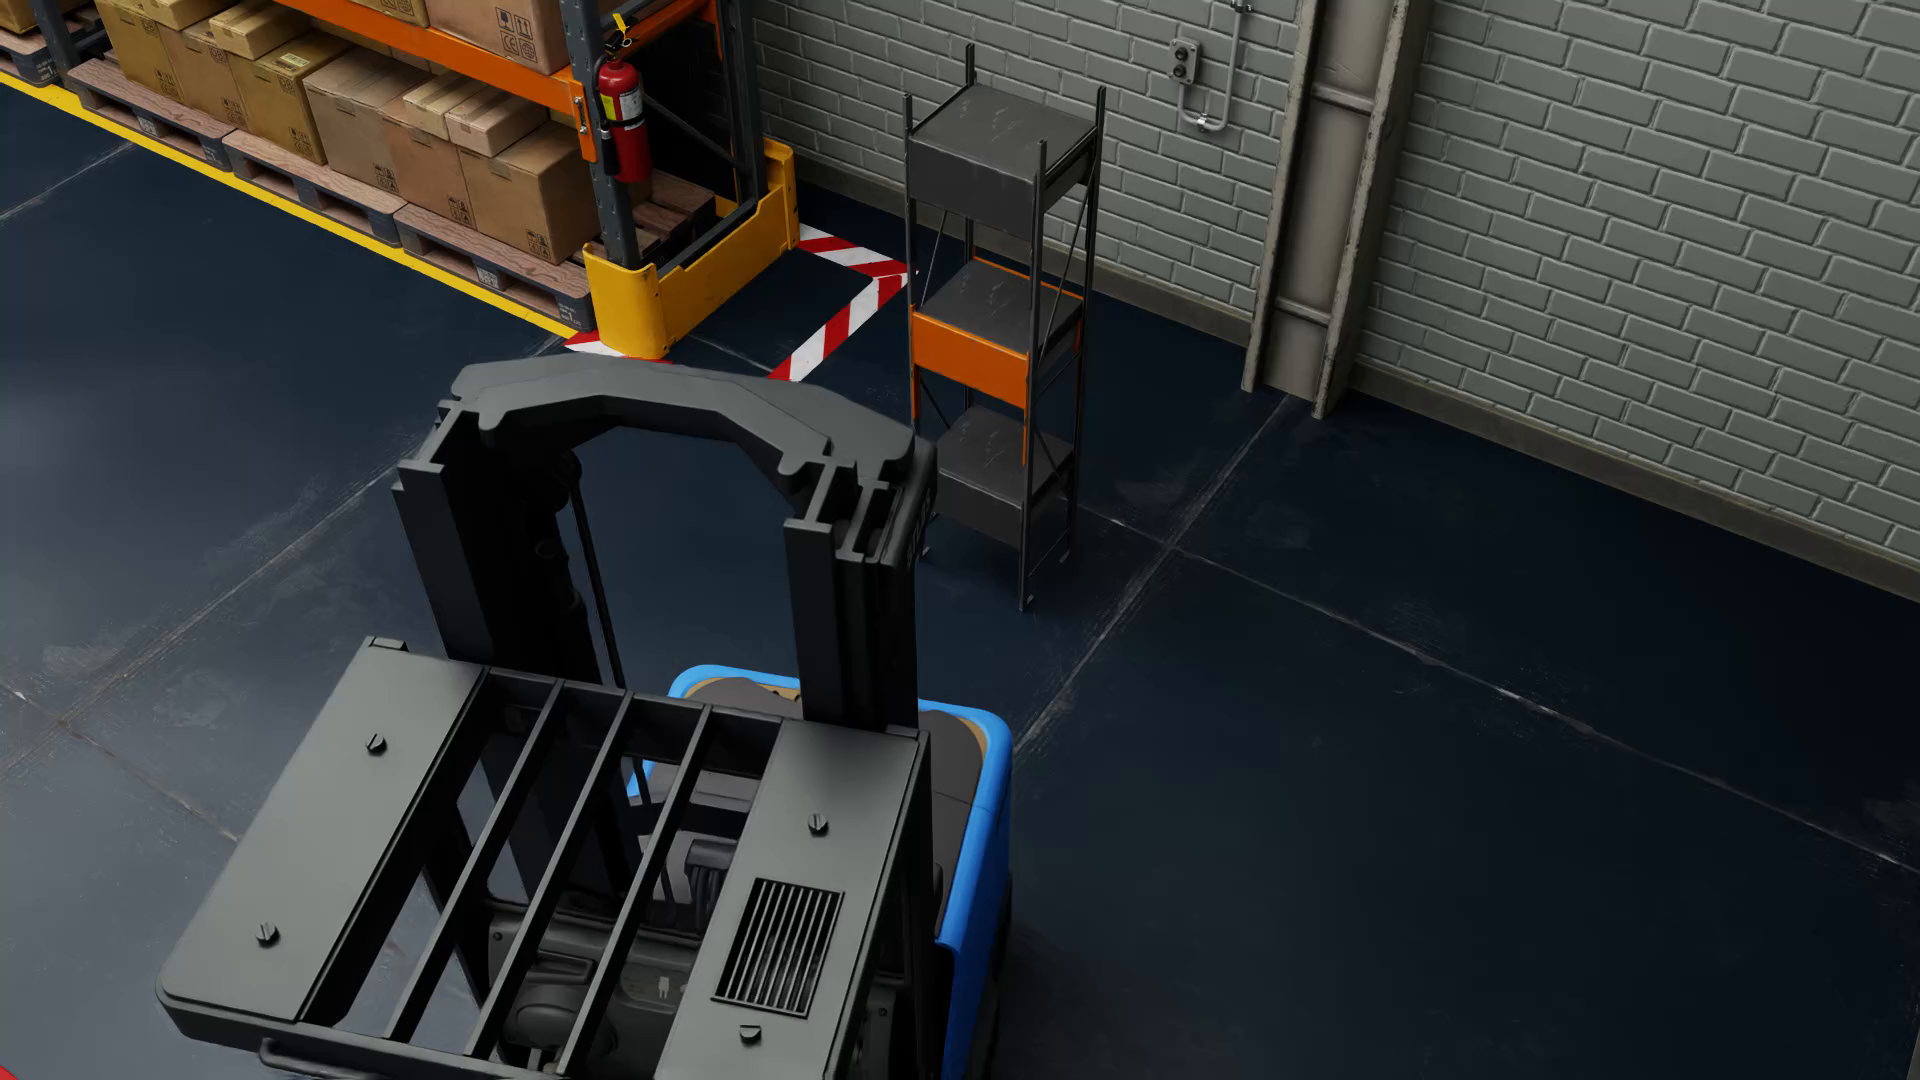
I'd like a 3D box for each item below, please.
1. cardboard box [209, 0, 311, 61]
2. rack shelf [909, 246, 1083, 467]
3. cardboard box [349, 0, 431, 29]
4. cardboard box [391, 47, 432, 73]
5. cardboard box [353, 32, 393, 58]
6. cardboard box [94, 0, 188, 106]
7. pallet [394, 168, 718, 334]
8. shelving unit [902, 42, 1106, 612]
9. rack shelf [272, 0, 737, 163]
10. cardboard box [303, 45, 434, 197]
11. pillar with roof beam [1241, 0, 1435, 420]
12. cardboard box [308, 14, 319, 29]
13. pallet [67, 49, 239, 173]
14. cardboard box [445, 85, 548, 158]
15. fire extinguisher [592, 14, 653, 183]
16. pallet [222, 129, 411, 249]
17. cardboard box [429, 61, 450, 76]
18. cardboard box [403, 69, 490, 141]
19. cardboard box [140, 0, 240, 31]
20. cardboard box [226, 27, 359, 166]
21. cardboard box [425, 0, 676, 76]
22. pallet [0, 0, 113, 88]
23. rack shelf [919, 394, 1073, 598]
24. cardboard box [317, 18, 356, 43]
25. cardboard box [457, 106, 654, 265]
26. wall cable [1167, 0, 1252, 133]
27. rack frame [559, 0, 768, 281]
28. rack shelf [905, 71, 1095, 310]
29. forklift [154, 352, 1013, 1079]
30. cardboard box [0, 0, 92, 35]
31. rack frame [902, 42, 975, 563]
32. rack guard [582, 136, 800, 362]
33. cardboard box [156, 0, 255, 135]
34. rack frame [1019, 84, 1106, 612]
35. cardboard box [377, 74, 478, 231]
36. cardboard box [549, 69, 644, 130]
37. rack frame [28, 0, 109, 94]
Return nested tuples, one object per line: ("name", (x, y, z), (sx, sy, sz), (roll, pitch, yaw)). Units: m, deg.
("cardboard box", (-3.405, -2.513, 8.098), (0.250, 0.149, 0.380), (23, 50, 21))
("rack shelf", (0.139, -0.658, 5.944), (0.480, 0.518, 0.431), (25, 51, 22))
("cardboard box", (-2.295, -2.830, 7.199), (0.700, 0.700, 0.980), (24, 51, 22))
("cardboard box", (-2.523, -2.434, 8.022), (0.250, 0.149, 0.380), (25, 51, 23))
("cardboard box", (-2.740, -2.533, 8.118), (0.250, 0.149, 0.380), (25, 51, 22))
("cardboard box", (-4.034, -2.732, 8.763), (0.500, 0.500, 0.700), (25, 51, 23))
("pallet", (-1.957, -1.550, 8.109), (1.213, 0.211, 1.003), (25, 51, 22))
("shelving unit", (0.139, -0.668, 5.935), (0.503, 2.100, 0.431), (25, 51, 22))
("rack shelf", (-2.925, -2.783, 7.864), (4.000, 0.370, 1.077), (25, 51, 22))
("cardboard box", (-2.730, -2.133, 8.181), (0.500, 0.500, 0.700), (23, 50, 21))
("pillar with roof beam", (-0.826, -1.228, 1.669), (0.400, 9.000, 9.100), (25, 51, 22))
("cardboard box", (-3.170, -2.731, 8.310), (0.250, 0.149, 0.380), (25, 51, 22))
("pallet", (-4.011, -2.495, 9.027), (1.213, 0.211, 1.003), (25, 51, 22))
("cardboard box", (-2.091, -1.911, 7.513), (0.250, 0.149, 0.380), (24, 51, 22))
("fire extinguisher", (-1.364, -1.765, 6.688), (0.183, 0.674, 0.296), (25, 51, 22))
("pallet", (-2.980, -2.023, 8.568), (1.213, 0.211, 1.003), (25, 51, 22))
("cardboard box", (-2.309, -2.336, 7.927), (0.250, 0.149, 0.380), (25, 51, 22))
("cardboard box", (-2.307, -2.009, 7.609), (0.250, 0.149, 0.380), (26, 51, 23))
("cardboard box", (-3.845, -2.715, 8.295), (0.250, 0.149, 0.380), (26, 51, 23))
("cardboard box", (-3.183, -2.335, 8.378), (0.500, 0.500, 0.700), (26, 51, 23))
("cardboard box", (-1.676, -2.555, 6.932), (0.700, 0.700, 0.980), (27, 52, 24))
("pallet", (-5.299, -3.089, 9.605), (1.213, 0.211, 1.003), (25, 51, 22))
("rack shelf", (0.139, -0.170, 6.446), (0.480, 0.518, 0.431), (25, 51, 22))
("cardboard box", (-2.953, -2.632, 8.214), (0.250, 0.149, 0.380), (24, 50, 21))
("cardboard box", (-1.885, -1.745, 7.804), (0.500, 0.500, 0.700), (25, 51, 22))
("wall cable", (0.347, -2.689, 6.563), (1.851, 1.984, 0.084), (25, 51, 22))
("rack frame", (-1.242, -2.259, 6.854), (0.127, 3.000, 1.000), (25, 51, 22))
("rack shelf", (0.139, -1.146, 5.442), (0.480, 0.518, 0.431), (25, 51, 22))
("forklift", (-0.645, 1.188, 3.552), (1.130, 2.935, 3.031), (9, 46, 8))
("cardboard box", (-5.226, -3.378, 9.147), (0.750, 0.750, 0.750), (25, 51, 23))
("rack frame", (-0.066, -0.762, 6.026), (0.015, 2.100, 0.400), (25, 51, 22))
("rack guard", (-1.221, -1.379, 7.741), (0.348, 0.500, 1.175), (25, 51, 22))
("cardboard box", (-3.613, -2.535, 8.572), (0.500, 0.500, 0.700), (24, 51, 22))
("rack frame", (0.345, -0.573, 5.843), (0.015, 2.100, 0.400), (25, 51, 22))
("cardboard box", (-2.306, -1.939, 7.993), (0.500, 0.500, 0.700), (25, 51, 22))
("cardboard box", (-1.672, -2.044, 7.642), (0.250, 0.149, 0.380), (25, 51, 22))
("rack frame", (-4.609, -3.808, 8.359), (0.127, 3.000, 1.000), (25, 51, 22))
